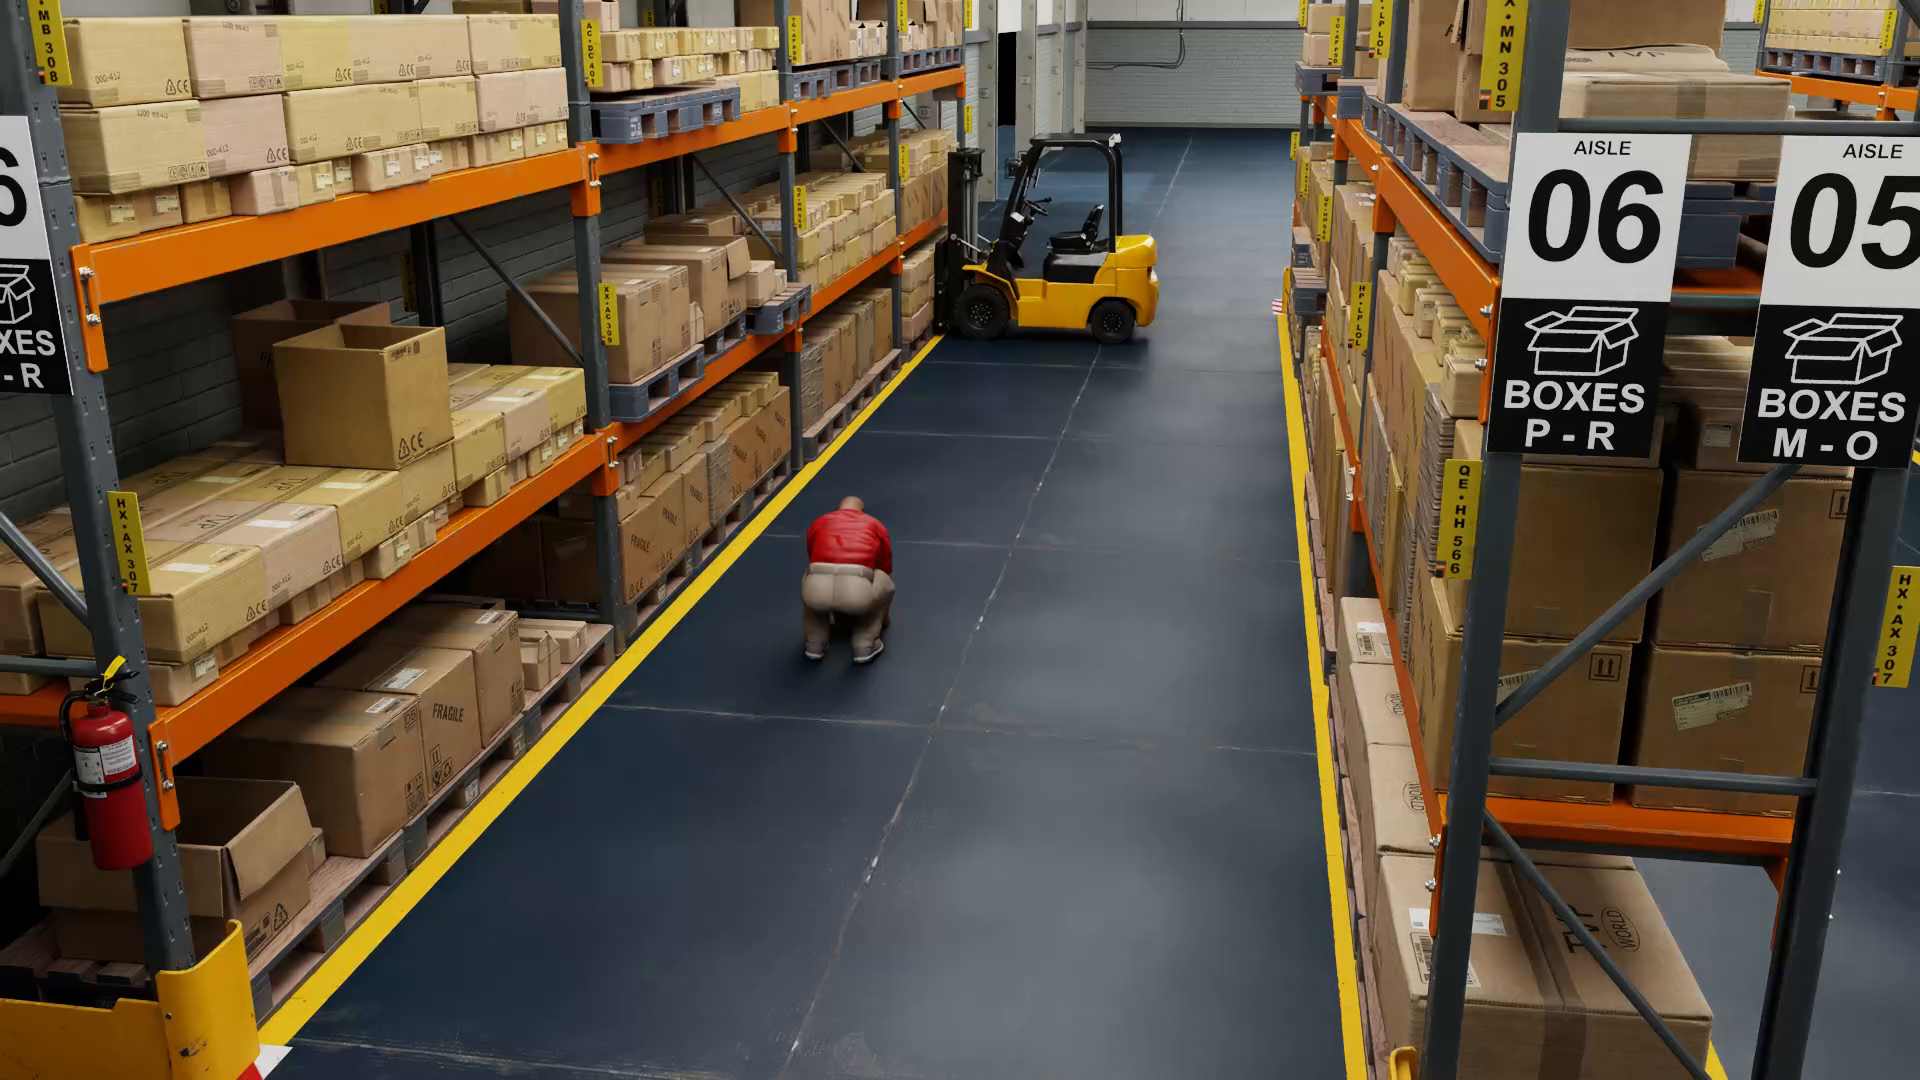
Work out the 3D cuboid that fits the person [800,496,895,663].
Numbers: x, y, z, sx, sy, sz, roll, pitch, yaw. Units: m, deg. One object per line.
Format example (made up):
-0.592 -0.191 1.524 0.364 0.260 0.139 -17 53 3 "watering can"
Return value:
-0.645 0.255 9.460 0.537 0.824 0.912 2 18 8 "person"
